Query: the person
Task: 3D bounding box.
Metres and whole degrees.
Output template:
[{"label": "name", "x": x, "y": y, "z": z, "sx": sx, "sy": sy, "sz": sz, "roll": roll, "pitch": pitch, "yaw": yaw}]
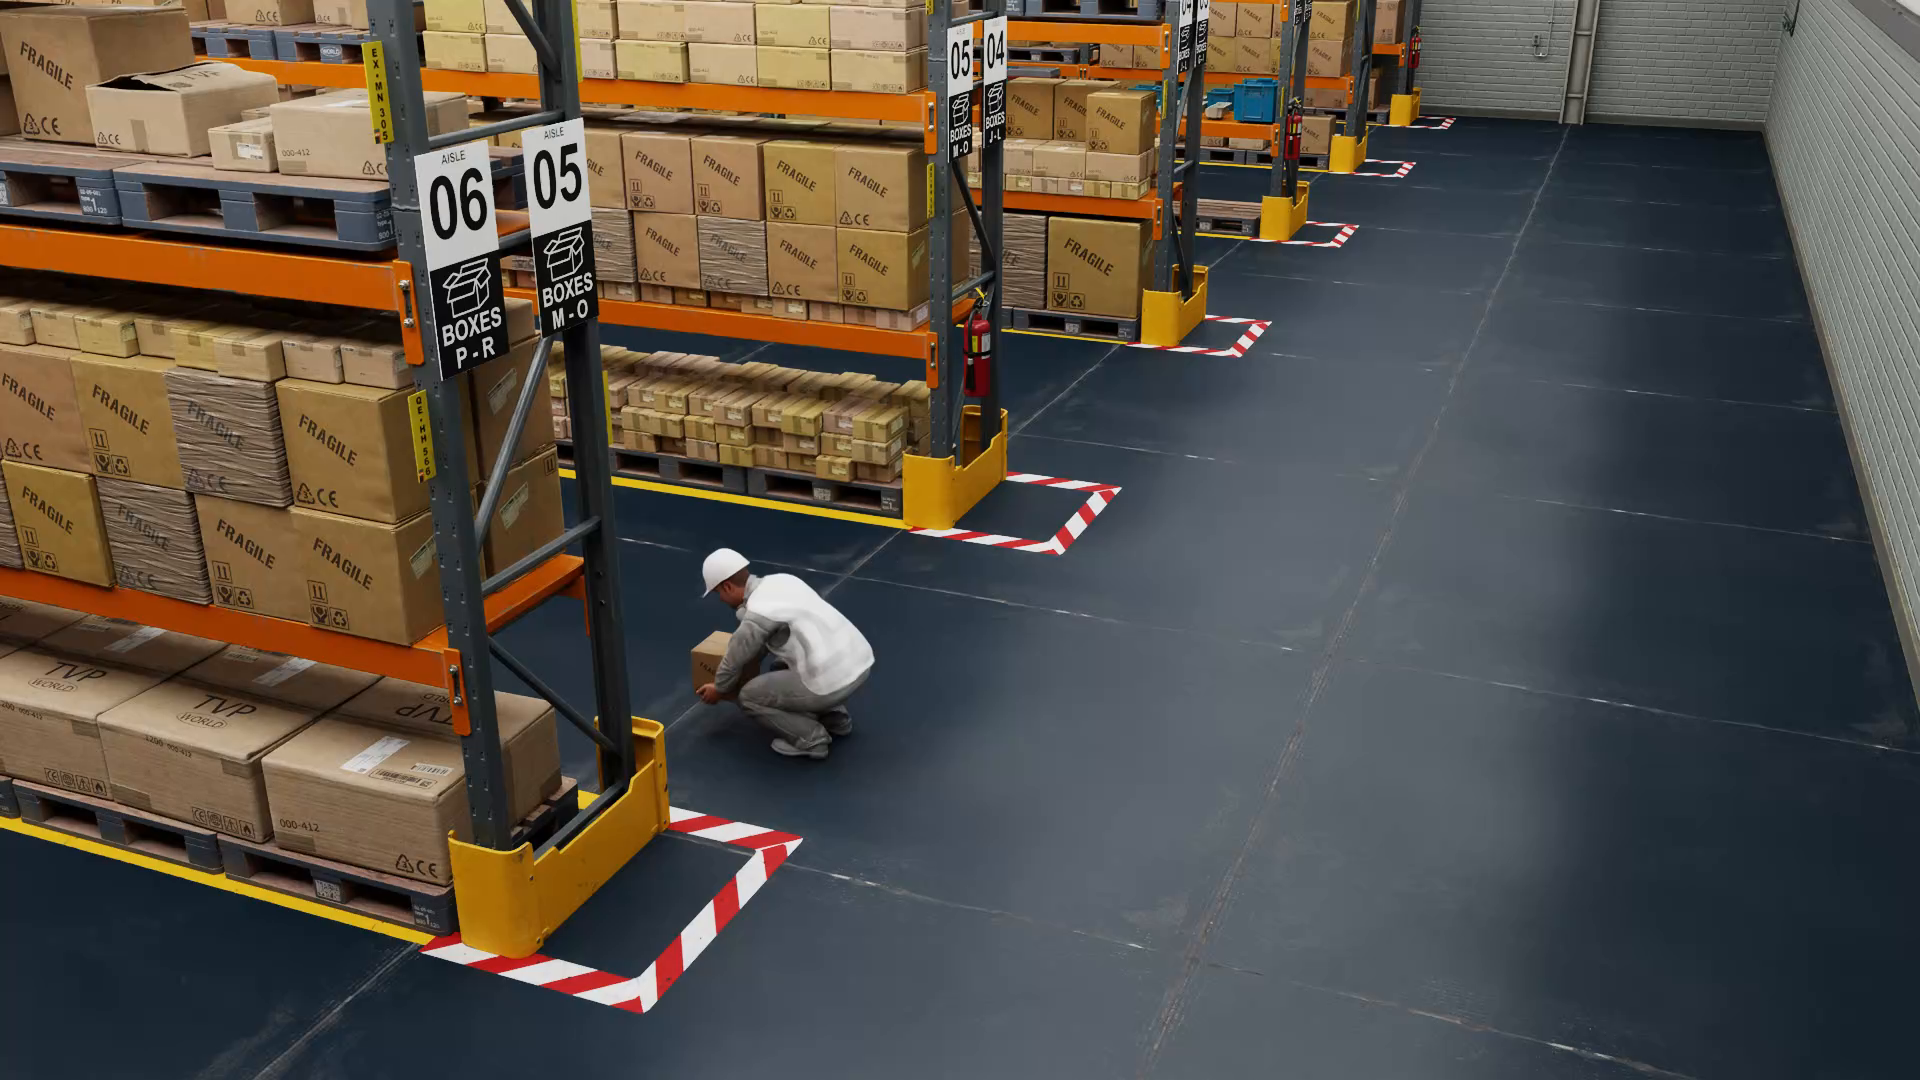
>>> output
[{"label": "person", "x": -0.876, "y": 0.537, "z": 8.267, "sx": 0.871, "sy": 1.007, "sz": 0.535, "roll": 9, "pitch": 24, "yaw": 20}]
